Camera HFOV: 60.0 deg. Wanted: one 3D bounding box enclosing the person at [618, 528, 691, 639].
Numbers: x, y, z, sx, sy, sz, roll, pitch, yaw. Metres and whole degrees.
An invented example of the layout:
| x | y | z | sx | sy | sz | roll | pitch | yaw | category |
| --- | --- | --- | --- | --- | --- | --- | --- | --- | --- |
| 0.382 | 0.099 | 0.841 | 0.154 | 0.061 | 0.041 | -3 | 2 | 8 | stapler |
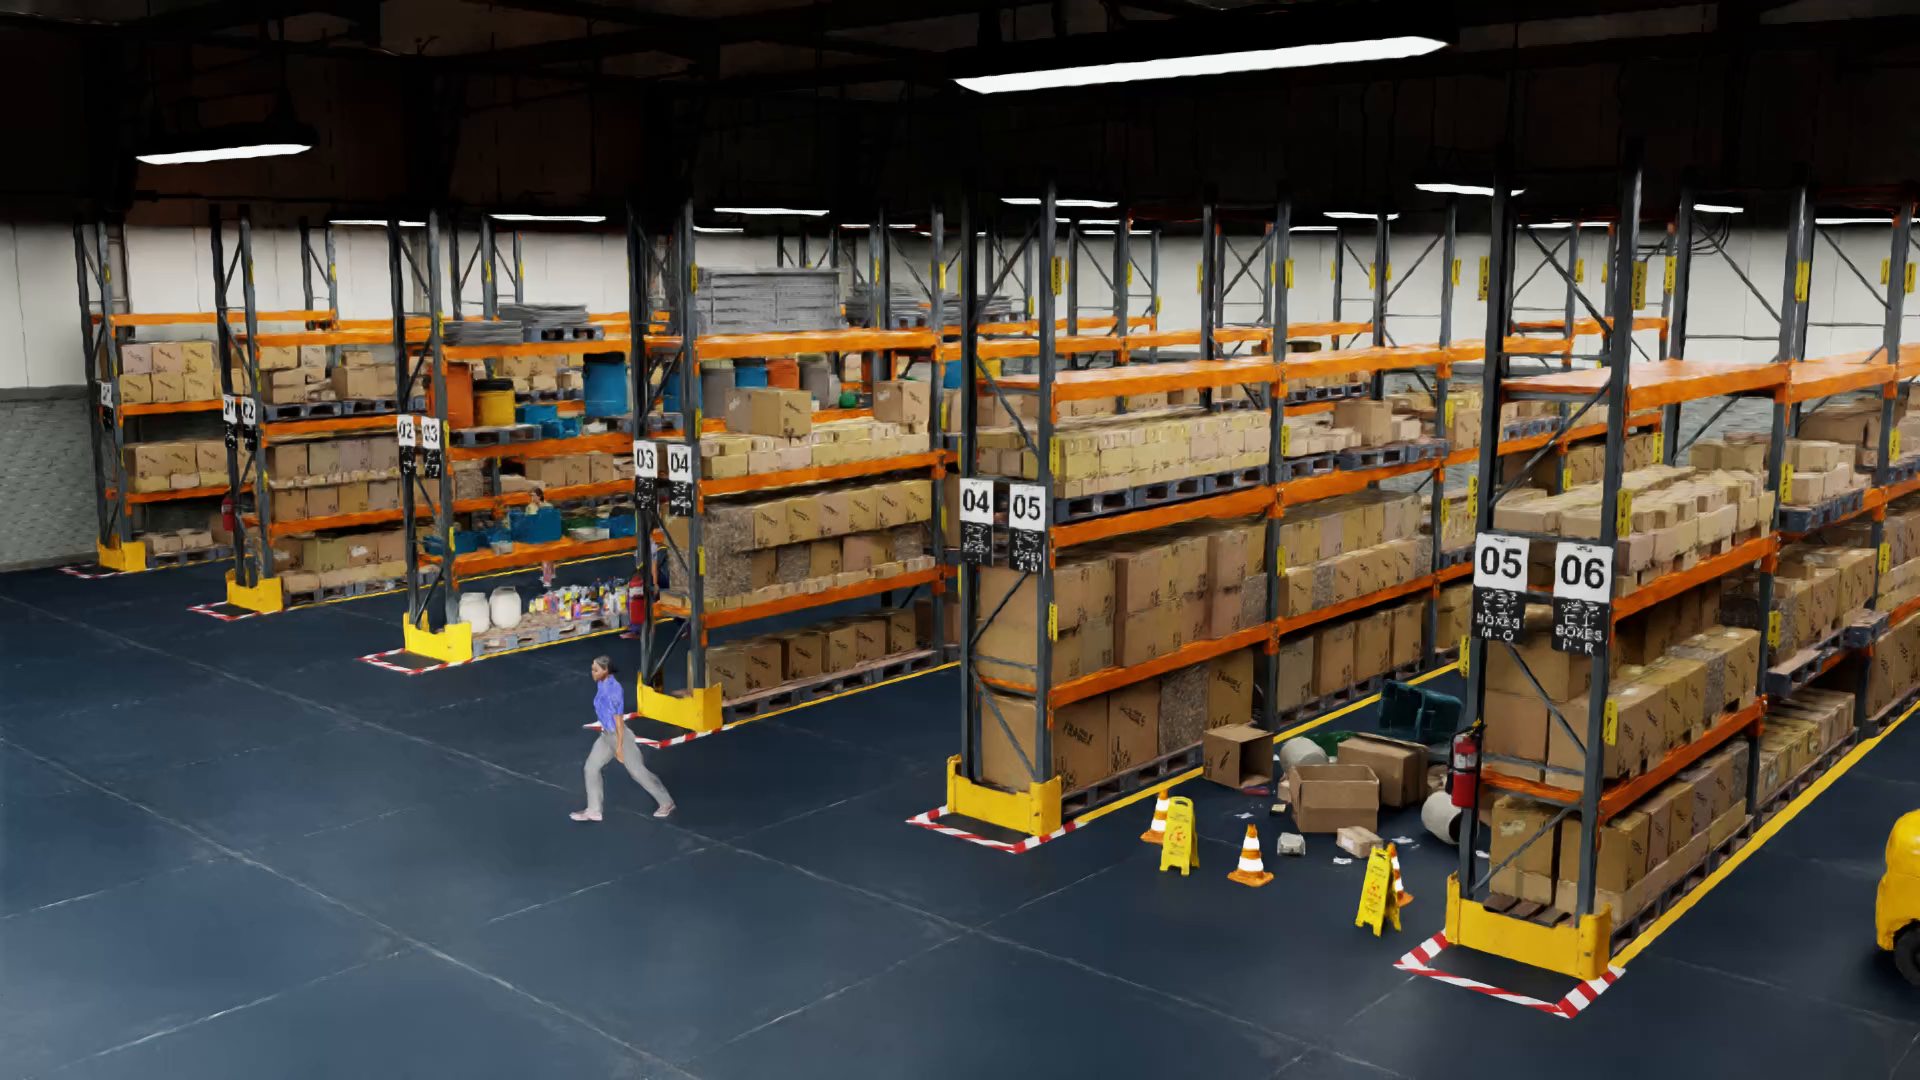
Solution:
| x | y | z | sx | sy | sz | roll | pitch | yaw | category |
| --- | --- | --- | --- | --- | --- | --- | --- | --- | --- |
| -3.967 | 0.520 | 21.637 | 0.921 | 1.569 | 0.534 | -5 | 11 | -28 | person |

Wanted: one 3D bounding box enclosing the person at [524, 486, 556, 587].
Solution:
| x | y | z | sx | sy | sz | roll | pitch | yaw | category |
| --- | --- | --- | --- | --- | --- | --- | --- | --- | --- |
| -6.714 | -0.082 | 26.852 | 0.611 | 1.603 | 0.817 | 4 | 10 | 24 | person |

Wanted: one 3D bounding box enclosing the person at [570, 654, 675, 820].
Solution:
| x | y | z | sx | sy | sz | roll | pitch | yaw | category |
| --- | --- | --- | --- | --- | --- | --- | --- | --- | --- |
| -3.146 | 1.839 | 15.460 | 0.937 | 1.578 | 0.505 | -5 | 11 | -28 | person |

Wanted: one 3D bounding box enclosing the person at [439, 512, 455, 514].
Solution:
| x | y | z | sx | sy | sz | roll | pitch | yaw | category |
| --- | --- | --- | --- | --- | --- | --- | --- | --- | --- |
| -9.133 | -0.491 | 29.339 | 0.592 | 1.629 | 0.526 | 8 | 12 | 38 | person |
